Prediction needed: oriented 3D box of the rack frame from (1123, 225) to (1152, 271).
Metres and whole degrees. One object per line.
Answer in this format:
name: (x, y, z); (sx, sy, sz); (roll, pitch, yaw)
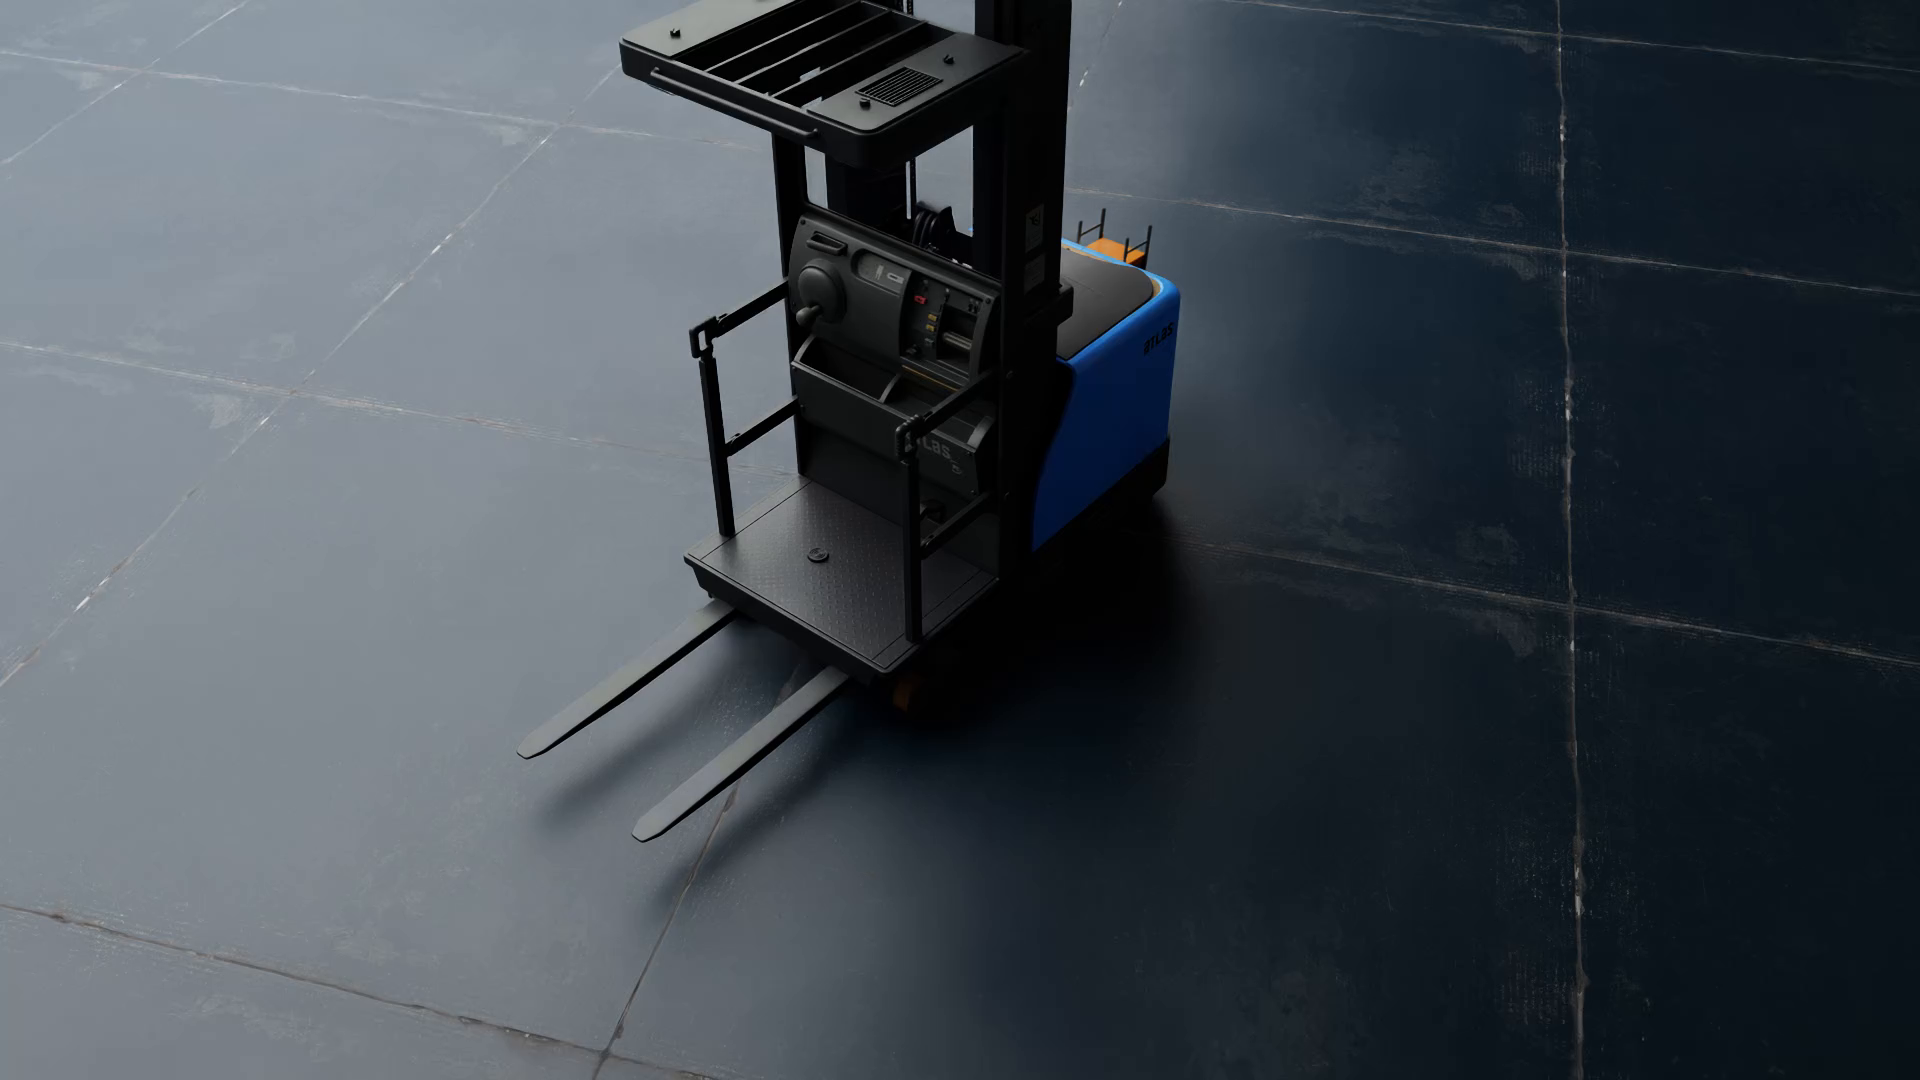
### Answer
rack frame: (0.741, -0.908, 7.500); (0.008, 1.050, 0.200); (27, 41, 28)

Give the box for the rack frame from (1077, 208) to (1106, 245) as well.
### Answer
rack frame: (0.549, -1.005, 7.615); (0.008, 1.050, 0.200); (27, 41, 28)

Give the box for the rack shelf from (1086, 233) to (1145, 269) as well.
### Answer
rack shelf: (0.663, -1.178, 7.399); (0.240, 0.259, 0.215); (27, 41, 28)

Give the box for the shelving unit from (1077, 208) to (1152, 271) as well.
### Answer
shelving unit: (0.645, -0.956, 7.558); (0.252, 1.050, 0.215); (27, 41, 28)

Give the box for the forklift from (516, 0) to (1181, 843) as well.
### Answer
forklift: (-0.391, -0.811, 5.937); (1.130, 2.935, 3.031); (27, 47, 29)
